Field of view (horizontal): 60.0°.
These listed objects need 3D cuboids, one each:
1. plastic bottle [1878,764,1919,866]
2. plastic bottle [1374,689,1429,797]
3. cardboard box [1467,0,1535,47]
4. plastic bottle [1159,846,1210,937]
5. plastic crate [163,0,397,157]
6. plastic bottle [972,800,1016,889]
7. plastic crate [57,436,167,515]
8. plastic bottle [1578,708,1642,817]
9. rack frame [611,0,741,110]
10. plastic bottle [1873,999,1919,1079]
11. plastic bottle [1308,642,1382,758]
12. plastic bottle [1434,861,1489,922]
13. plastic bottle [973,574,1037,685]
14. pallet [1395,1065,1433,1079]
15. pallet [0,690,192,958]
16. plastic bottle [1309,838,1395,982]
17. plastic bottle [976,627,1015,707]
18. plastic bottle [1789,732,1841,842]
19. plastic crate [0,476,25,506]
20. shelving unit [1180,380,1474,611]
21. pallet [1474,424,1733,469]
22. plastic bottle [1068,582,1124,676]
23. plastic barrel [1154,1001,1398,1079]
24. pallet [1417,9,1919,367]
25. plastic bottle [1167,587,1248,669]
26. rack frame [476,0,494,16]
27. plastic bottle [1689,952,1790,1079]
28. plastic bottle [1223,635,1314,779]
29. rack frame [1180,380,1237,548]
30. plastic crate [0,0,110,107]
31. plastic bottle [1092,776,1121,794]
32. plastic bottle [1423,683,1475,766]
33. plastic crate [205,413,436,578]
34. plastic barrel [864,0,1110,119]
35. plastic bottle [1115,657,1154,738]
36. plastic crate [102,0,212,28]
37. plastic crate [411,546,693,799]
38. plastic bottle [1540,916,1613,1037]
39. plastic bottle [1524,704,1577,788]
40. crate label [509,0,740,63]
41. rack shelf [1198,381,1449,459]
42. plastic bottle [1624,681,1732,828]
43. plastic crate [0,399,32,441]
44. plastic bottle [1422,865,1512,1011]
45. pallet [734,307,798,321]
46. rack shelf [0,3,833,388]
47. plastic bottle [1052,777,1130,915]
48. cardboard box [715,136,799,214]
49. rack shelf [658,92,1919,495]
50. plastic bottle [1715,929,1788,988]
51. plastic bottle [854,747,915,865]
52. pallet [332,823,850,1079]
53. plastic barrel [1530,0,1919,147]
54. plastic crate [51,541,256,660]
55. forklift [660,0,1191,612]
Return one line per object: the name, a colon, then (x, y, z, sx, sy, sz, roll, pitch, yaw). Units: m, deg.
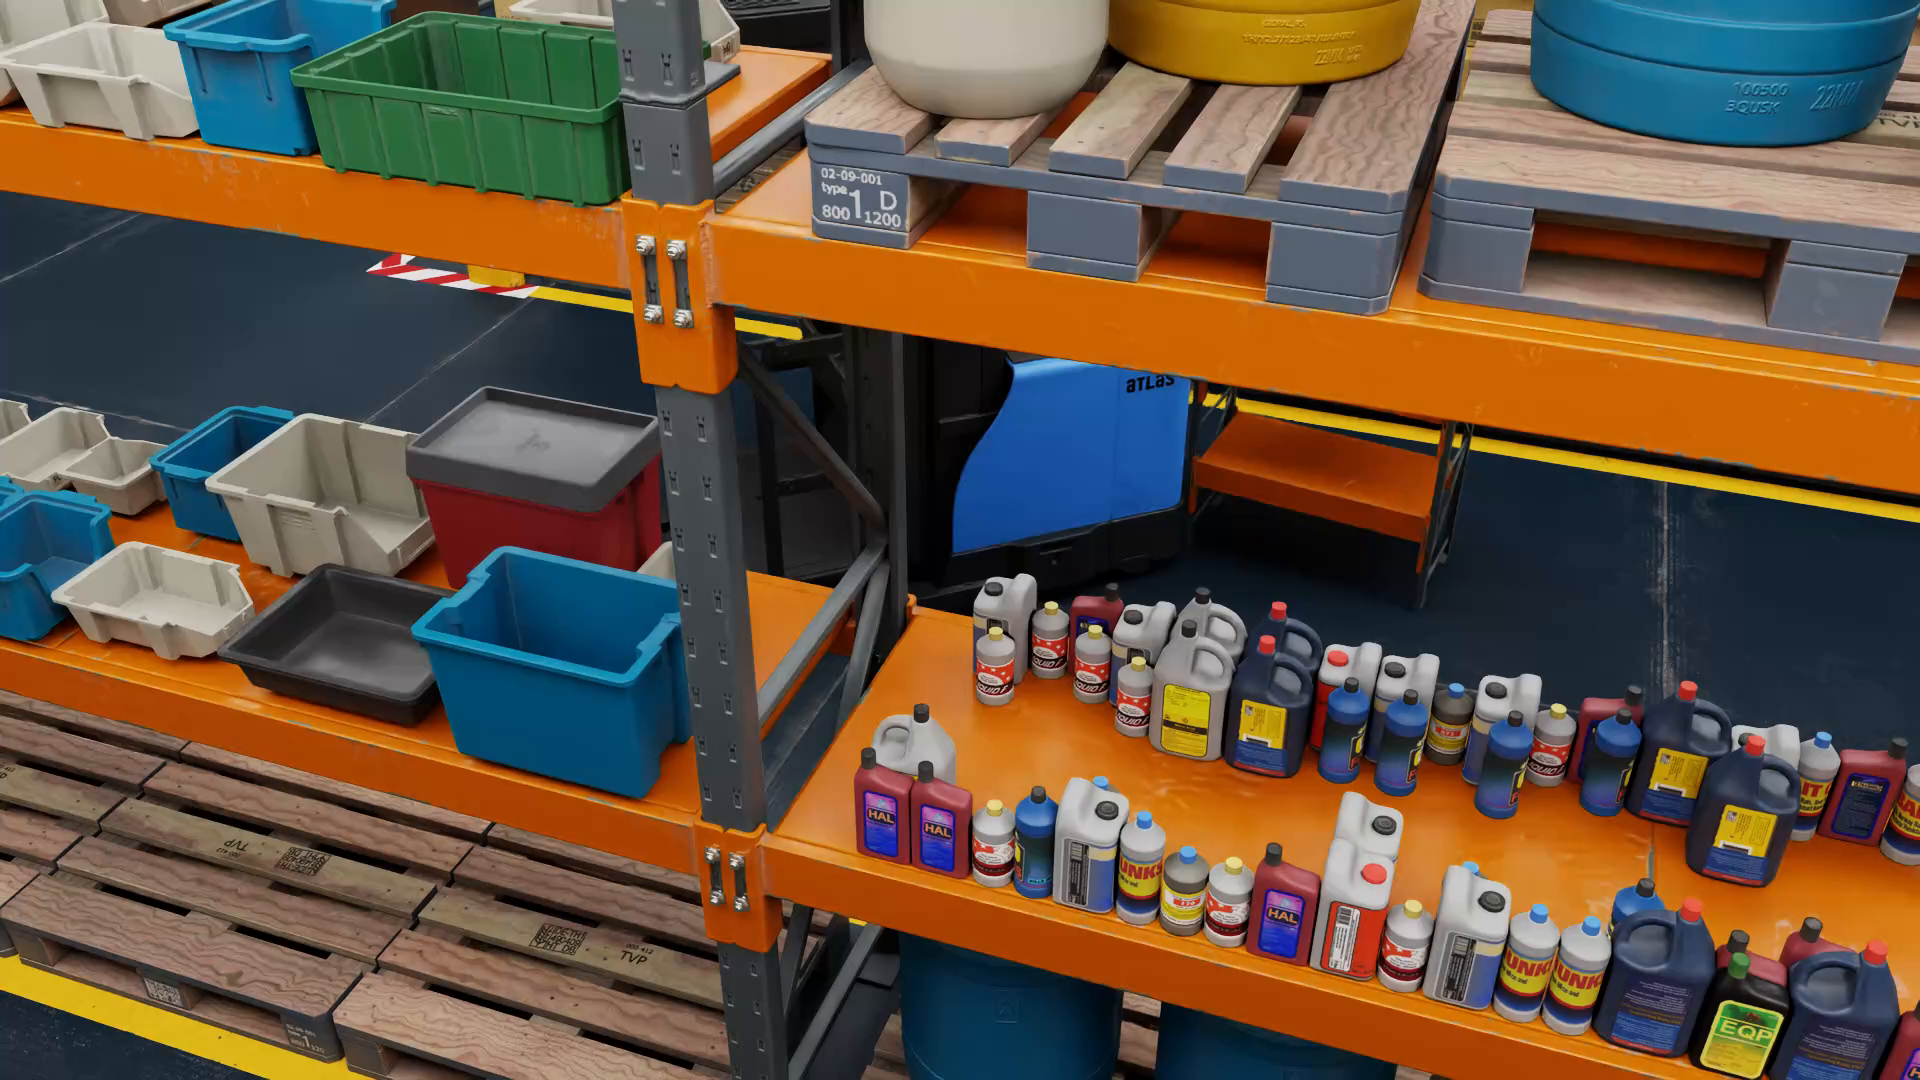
plastic bottle: (2.131, 0.590, 3.689, 0.097, 0.271, 0.097, 0, 33, 0)
plastic bottle: (1.034, 0.465, 3.884, 0.097, 0.271, 0.097, 0, 33, 0)
cardboard box: (2.551, -2.496, 7.333, 0.637, 0.503, 0.797, 11, 35, 17)
plastic bottle: (0.477, 0.735, 3.529, 0.097, 0.201, 0.097, 0, 33, 0)
plastic crate: (-1.331, -0.941, 3.331, 0.300, 0.233, 0.416, 11, 34, 16)
plastic bottle: (0.075, 0.657, 3.650, 0.097, 0.201, 0.097, 0, 33, 0)
plastic crate: (-2.480, -0.193, 4.972, 0.250, 0.136, 0.298, 11, 34, 16)
plastic bottle: (1.501, 0.503, 3.825, 0.097, 0.271, 0.097, 0, 33, 0)
rack frame: (-0.366, -2.268, 2.466, 0.127, 3.000, 1.000, 11, 34, 16)
plastic bottle: (1.798, 0.968, 3.092, 0.133, 0.283, 0.061, 11, 34, 16)
plastic bottle: (0.932, 0.371, 4.024, 0.135, 0.276, 0.152, 11, 34, 16)
plastic bottle: (1.055, 0.760, 3.490, 0.097, 0.201, 0.097, 0, 33, 0)
plastic bottle: (0.114, 0.212, 4.271, 0.135, 0.276, 0.152, 11, 34, 16)
pallet: (1.498, 1.809, 4.254, 1.213, 0.211, 1.003, 11, 34, 16)
pallet: (-3.369, 0.863, 5.719, 1.213, 0.211, 1.003, 11, 34, 16)
plastic bottle: (0.812, 0.753, 3.432, 0.135, 0.276, 0.152, 11, 34, 16)
plastic bottle: (0.089, 0.310, 4.187, 0.097, 0.201, 0.097, 0, 33, 0)
plastic bottle: (1.914, 0.548, 3.755, 0.097, 0.271, 0.097, 0, 33, 0)
plastic crate: (-2.771, 0.020, 4.553, 0.300, 0.233, 0.416, 11, 34, 16)
shelving unit: (1.534, -0.434, 6.885, 1.048, 1.125, 0.538, 16, 36, 23)
pallet: (3.209, -0.780, 8.263, 1.213, 0.211, 1.003, 11, 34, 16)
plastic bottle: (0.347, 0.228, 4.239, 0.133, 0.283, 0.061, 11, 34, 16)
plastic barrel: (0.806, 1.196, 4.180, 0.708, 0.901, 0.600, 11, 34, 16)
pallet: (1.473, -0.629, 2.867, 1.213, 0.211, 1.003, 11, 34, 16)
plastic bottle: (0.609, 0.274, 4.105, 0.185, 0.351, 0.144, 11, 34, 16)
rack frame: (-2.461, -3.008, 9.144, 0.127, 3.000, 1.000, 11, 34, 16)
plastic bottle: (1.499, 0.910, 3.183, 0.133, 0.283, 0.061, 11, 34, 16)
plastic bottle: (0.735, 0.382, 3.939, 0.185, 0.351, 0.144, 11, 34, 16)
rack frame: (1.084, -0.562, 7.083, 0.032, 1.125, 0.500, 16, 36, 23)
plastic crate: (-2.150, -1.127, 3.573, 0.530, 0.282, 0.437, 11, 34, 16)
plastic bottle: (0.310, 0.615, 3.715, 0.097, 0.201, 0.097, 0, 33, 0)
plastic bottle: (1.177, 0.434, 3.995, 0.097, 0.201, 0.097, 0, 33, 0)
plastic crate: (-1.742, -0.096, 4.688, 0.530, 0.282, 0.437, 11, 34, 16)
plastic barrel: (0.044, -1.017, 2.781, 0.433, 0.535, 0.433, 0, 33, 0)
plastic bottle: (0.433, 0.377, 4.084, 0.097, 0.201, 0.097, 0, 33, 0)
plastic crate: (-2.103, -1.377, 4.095, 0.530, 0.136, 0.437, 11, 34, 16)
plastic crate: (-0.921, 0.323, 3.944, 0.575, 0.384, 0.392, 11, 34, 16)
plastic bottle: (1.222, 0.851, 3.285, 0.097, 0.271, 0.097, 0, 33, 0)
plastic bottle: (1.396, 0.477, 3.930, 0.097, 0.201, 0.097, 0, 33, 0)
crate label: (-0.730, -1.134, 3.718, 0.466, 0.136, 0.293, 11, 34, 16)
rack shelf: (1.534, -0.680, 6.726, 1.000, 0.278, 0.538, 16, 36, 23)
plastic bottle: (1.646, 0.476, 3.793, 0.185, 0.351, 0.144, 11, 34, 16)
plastic crate: (-3.035, -0.277, 5.101, 0.243, 0.136, 0.396, 11, 34, 16)
plastic bottle: (1.031, 0.796, 3.366, 0.135, 0.276, 0.152, 11, 34, 16)
pallet: (-0.537, -1.506, 9.389, 1.213, 0.211, 1.003, 11, 34, 16)
rack shelf: (-2.249, -1.071, 4.042, 4.000, 0.370, 1.077, 11, 34, 16)
plastic bottle: (0.285, 0.651, 3.591, 0.135, 0.276, 0.152, 11, 34, 16)
cardboard box: (-0.975, -2.049, 9.230, 0.875, 0.875, 0.875, 11, 34, 16)
rack shelf: (1.516, -0.339, 2.908, 4.000, 0.370, 1.077, 11, 34, 16)
plastic bottle: (1.519, 0.879, 3.231, 0.133, 0.283, 0.061, 11, 34, 16)
plastic bottle: (-0.165, 0.587, 3.684, 0.133, 0.283, 0.061, 11, 34, 16)
pallet: (-1.072, 1.309, 5.027, 1.213, 0.211, 1.003, 11, 34, 16)
plastic barrel: (1.292, -1.160, 2.667, 0.708, 0.901, 0.600, 11, 34, 16)
plastic crate: (-2.107, 0.173, 4.404, 0.466, 0.136, 0.293, 11, 34, 16)
forklift: (-0.634, -1.087, 6.232, 3.031, 2.935, 1.130, -12, 35, -18)
